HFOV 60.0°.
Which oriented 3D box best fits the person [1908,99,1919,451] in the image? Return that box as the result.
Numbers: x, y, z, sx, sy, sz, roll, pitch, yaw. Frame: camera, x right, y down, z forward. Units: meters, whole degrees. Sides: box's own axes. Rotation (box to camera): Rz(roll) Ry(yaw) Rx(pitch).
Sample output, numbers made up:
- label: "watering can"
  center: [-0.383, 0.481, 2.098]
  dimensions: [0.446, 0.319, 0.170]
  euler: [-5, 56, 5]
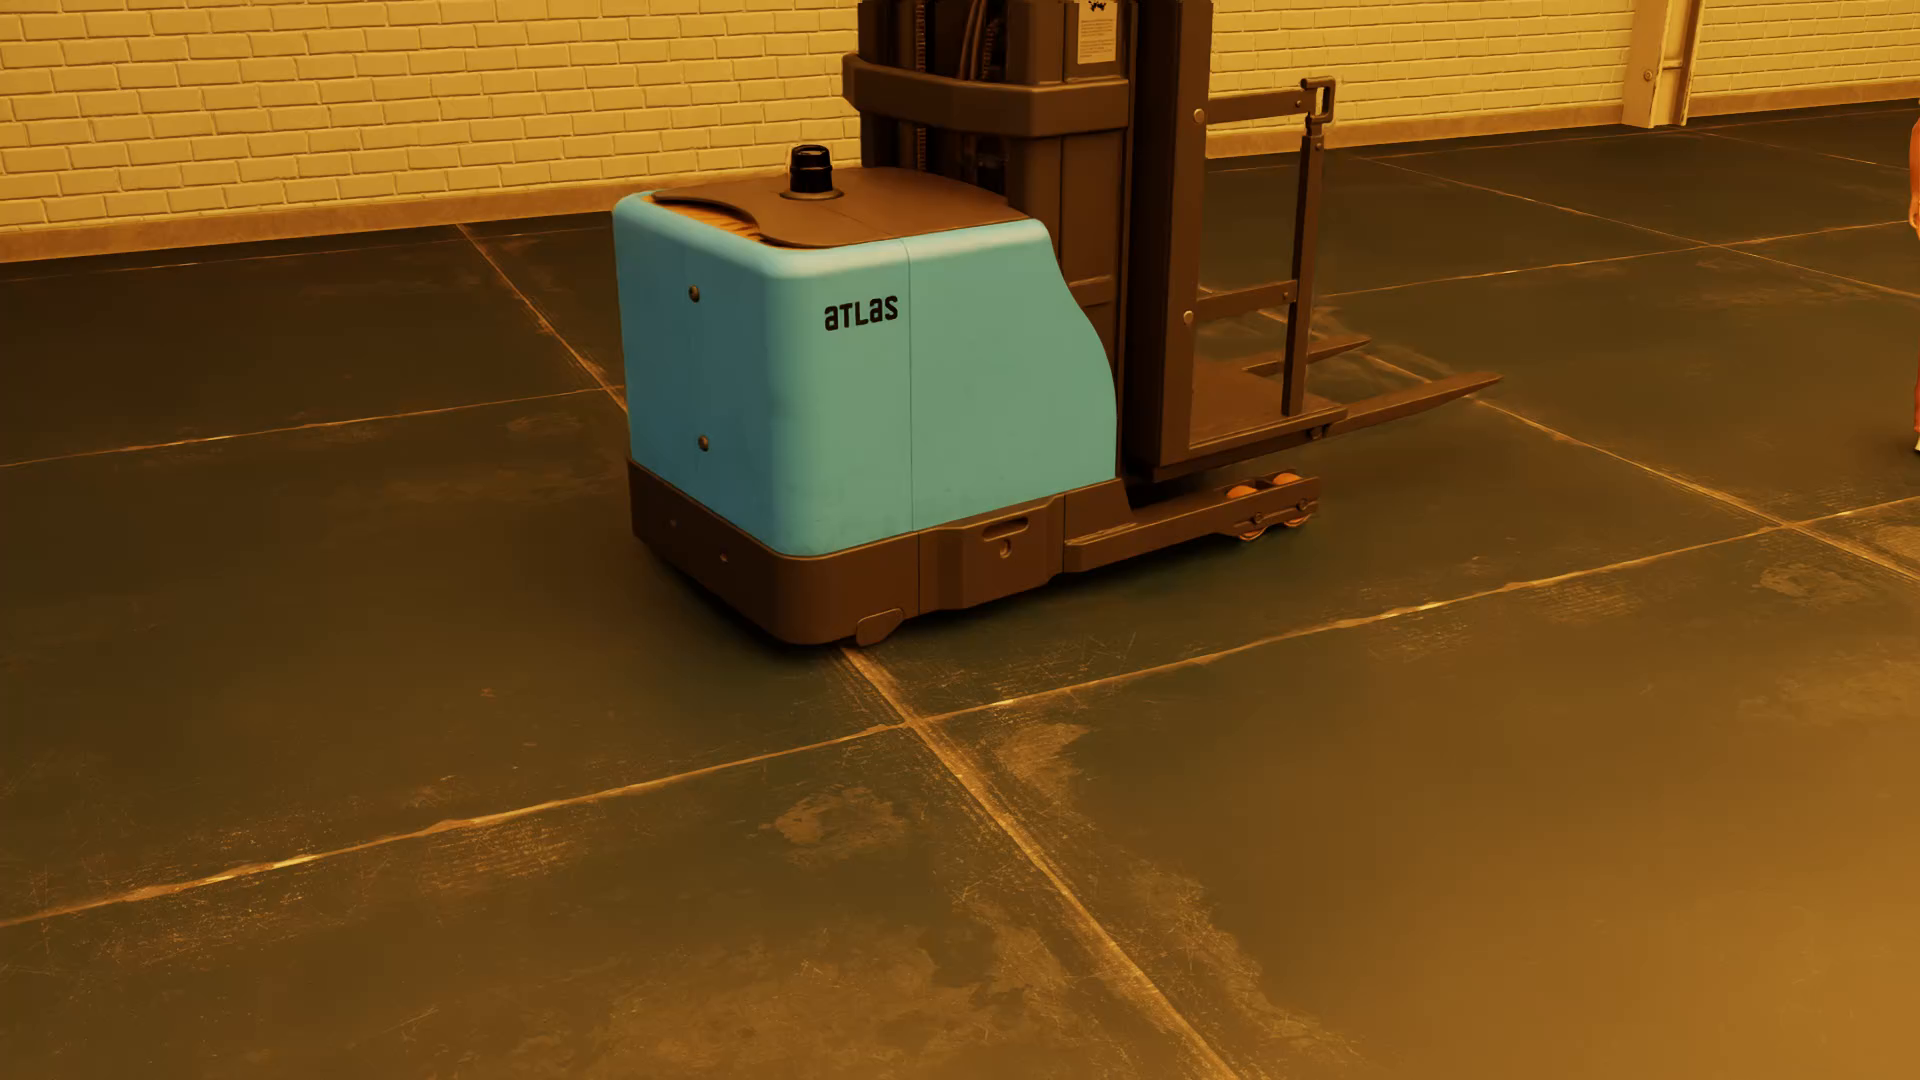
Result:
- label: "person"
  center: [3.468, -1.098, 5.550]
  dimensions: [0.544, 1.676, 0.548]
  euler: [-15, 27, -32]

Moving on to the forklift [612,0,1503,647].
- label: "forklift"
  center: [0.513, -1.501, 4.900]
  dimensions: [3.031, 2.935, 1.130]
  euler: [-15, 27, -32]
